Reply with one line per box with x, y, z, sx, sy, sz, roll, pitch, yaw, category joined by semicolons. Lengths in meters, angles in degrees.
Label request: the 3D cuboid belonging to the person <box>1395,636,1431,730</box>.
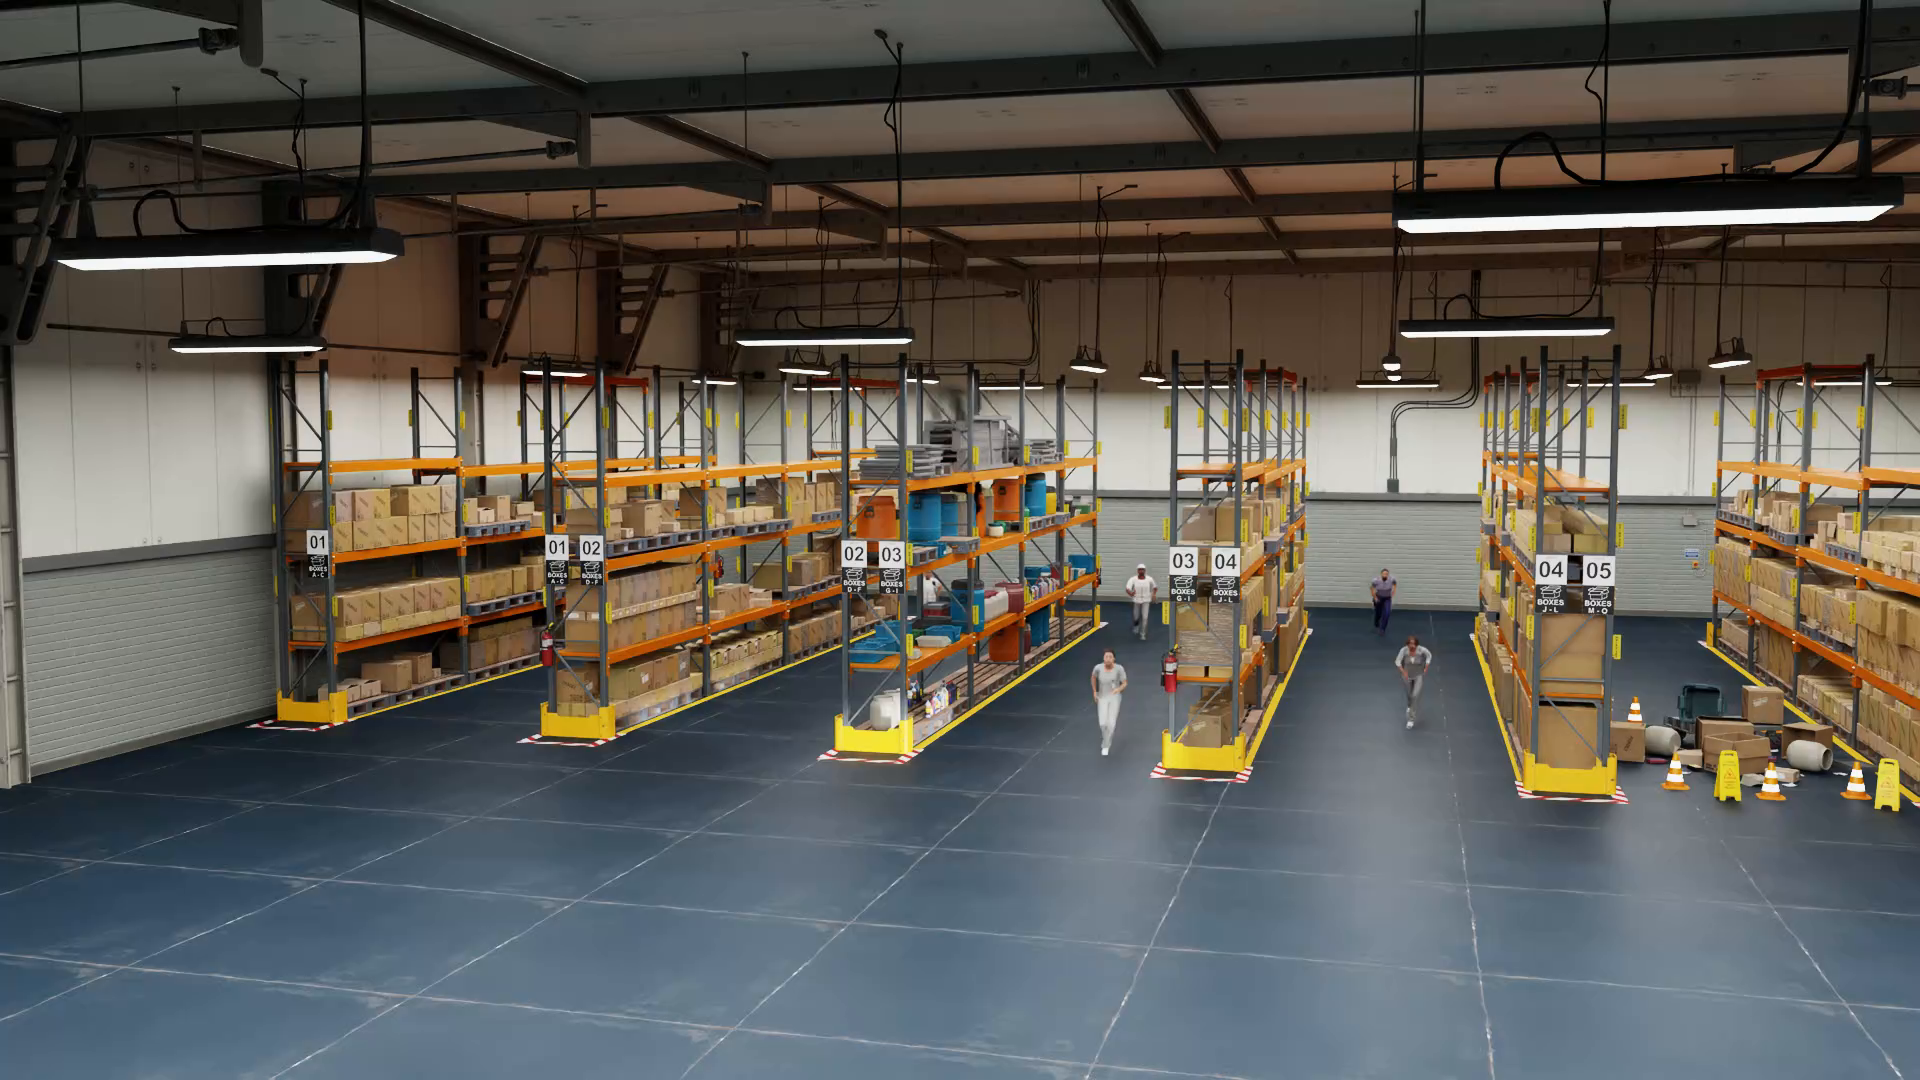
7.434;2.296;27.312;0.571;1.548;0.914;1;4;12;person

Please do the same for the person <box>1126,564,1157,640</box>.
4.148;1.410;37.981;0.714;1.733;0.791;0;4;2;person

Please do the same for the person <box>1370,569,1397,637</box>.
9.889;1.450;38.934;0.615;1.595;0.895;0;4;1;person

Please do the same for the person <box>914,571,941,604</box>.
-0.740;1.464;37.553;0.597;1.705;0.854;0;4;5;person

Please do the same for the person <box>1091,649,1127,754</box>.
2.224;2.409;24.833;0.540;1.608;0.605;0;4;7;person
